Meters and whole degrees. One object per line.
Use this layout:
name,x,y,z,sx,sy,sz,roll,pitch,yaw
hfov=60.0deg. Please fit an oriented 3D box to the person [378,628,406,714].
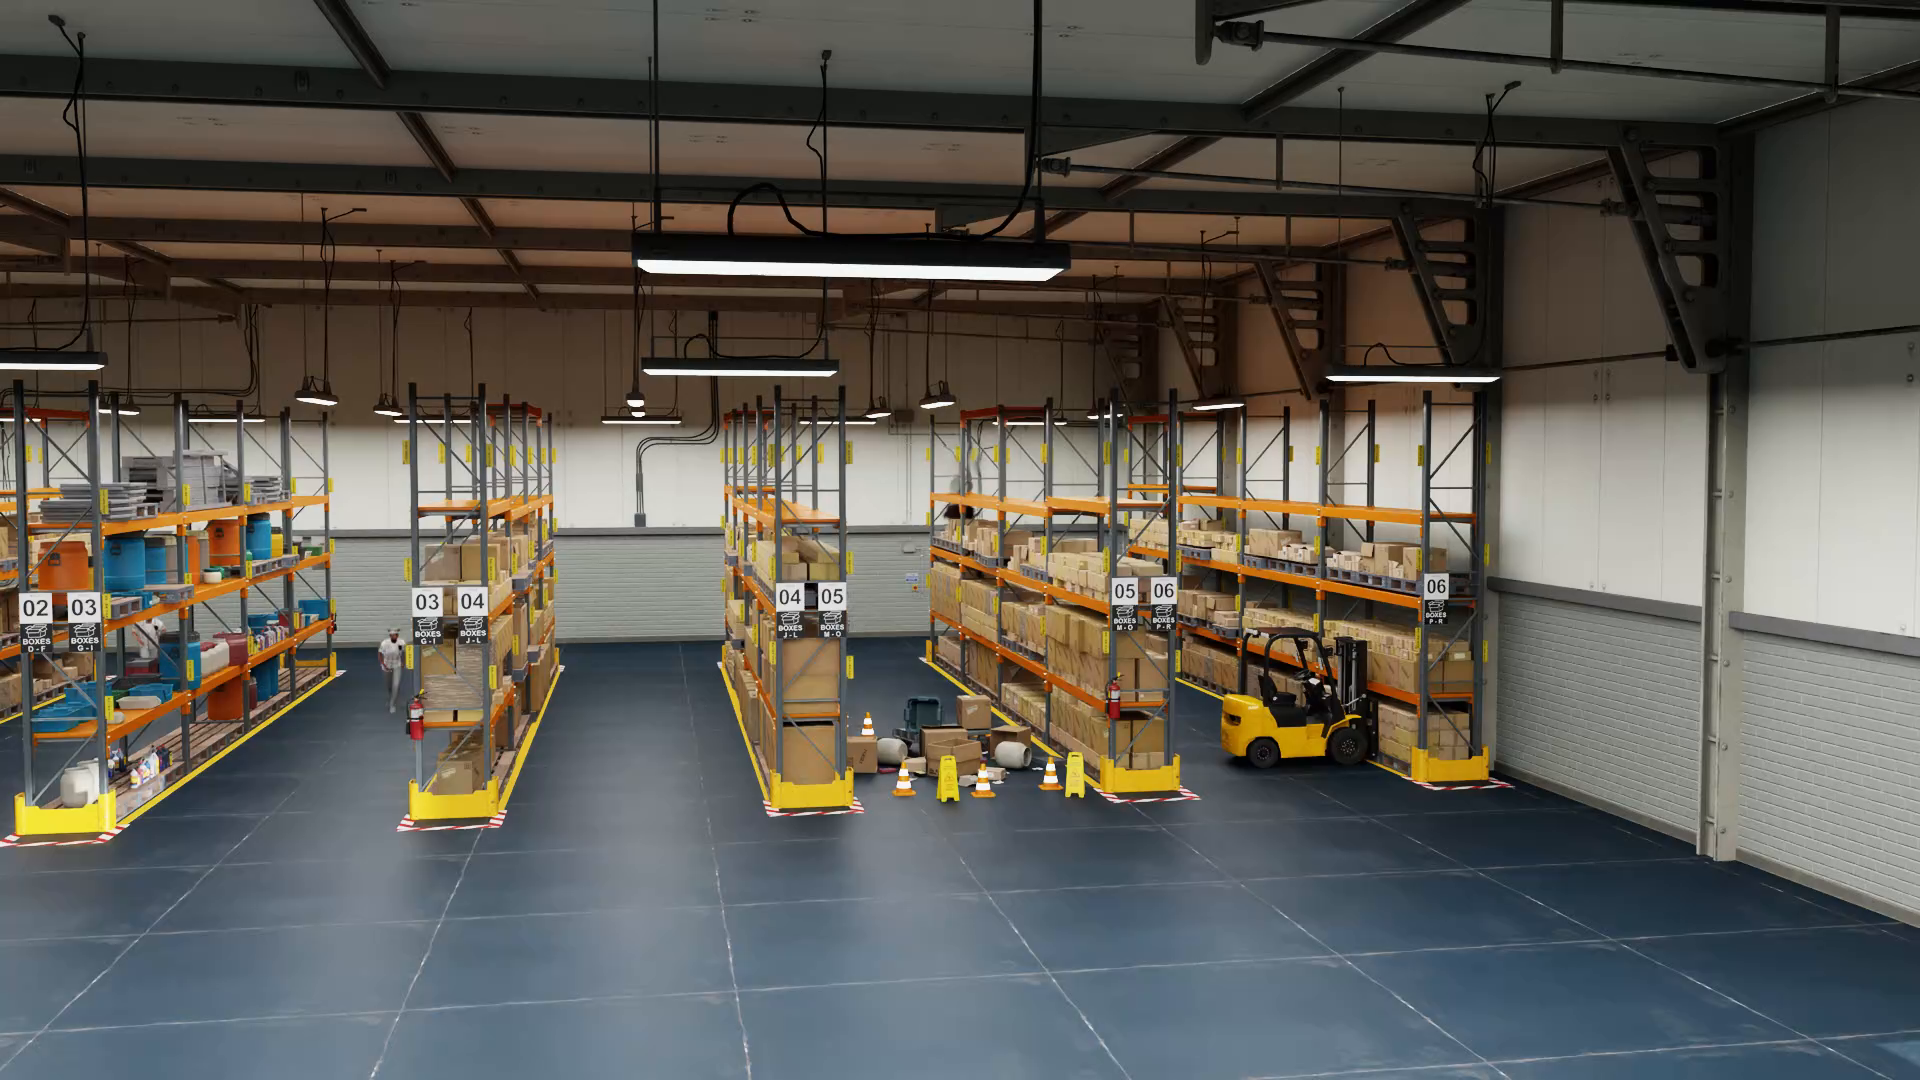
person,-11.166,2.541,32.745,0.551,1.672,1.006,-1,3,-16

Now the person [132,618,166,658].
person,-17.668,2.318,36.242,0.664,1.721,0.785,-1,3,-22
